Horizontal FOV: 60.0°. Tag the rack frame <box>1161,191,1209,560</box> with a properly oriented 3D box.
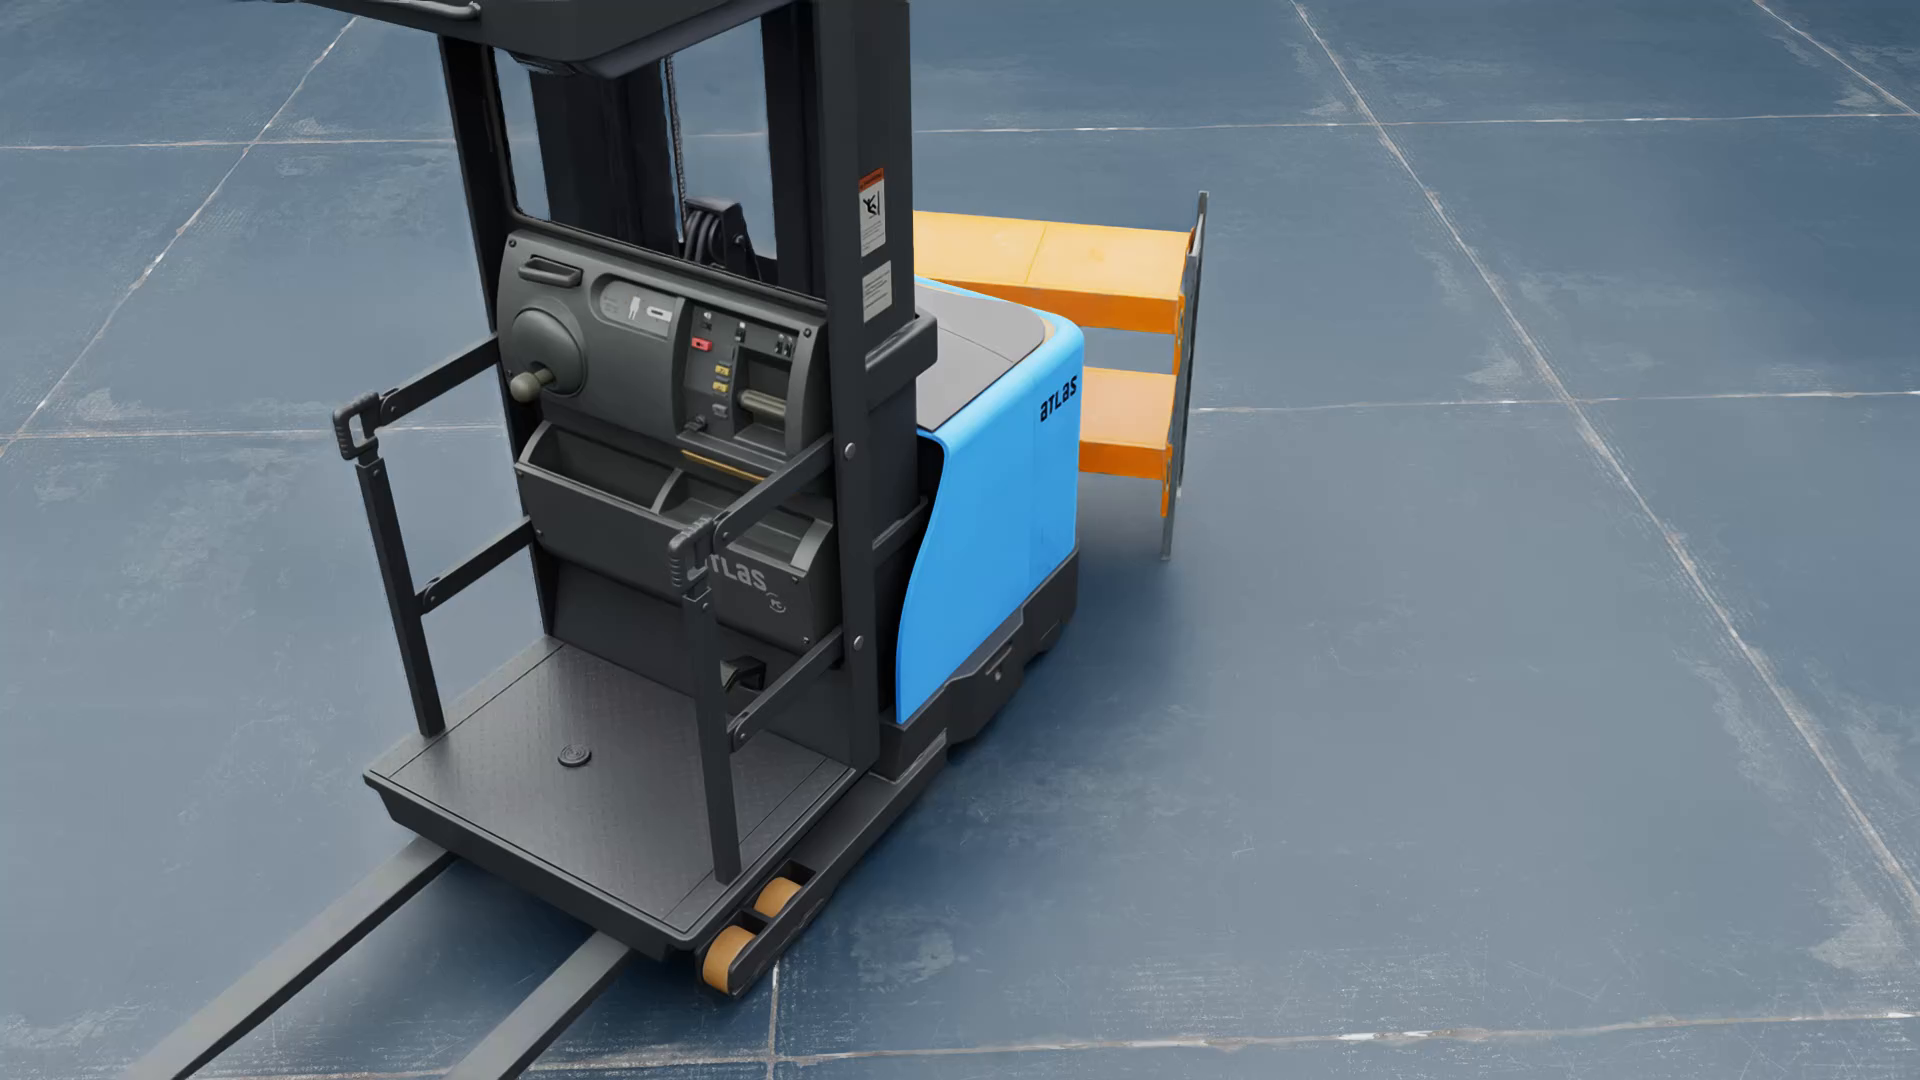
[{"bbox_3d":[0.747,-0.534,5.534,0.032,1.125,0.500,6,35,9],"label":"rack frame"}]

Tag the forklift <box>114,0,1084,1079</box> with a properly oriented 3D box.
[{"bbox_3d":[-0.831,-0.385,3.730,1.130,2.935,3.031,19,39,26],"label":"forklift"}]

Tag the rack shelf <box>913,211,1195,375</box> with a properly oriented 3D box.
[{"bbox_3d":[0.248,-0.831,5.448,1.000,0.278,0.538,6,35,9],"label":"rack shelf"}]

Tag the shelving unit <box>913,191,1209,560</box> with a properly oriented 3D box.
[{"bbox_3d":[0.248,-0.590,5.614,1.048,1.125,0.538,6,35,9],"label":"shelving unit"}]

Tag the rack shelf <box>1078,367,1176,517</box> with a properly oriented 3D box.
[{"bbox_3d":[0.248,-0.389,5.753,1.000,0.278,0.538,6,35,9],"label":"rack shelf"}]
